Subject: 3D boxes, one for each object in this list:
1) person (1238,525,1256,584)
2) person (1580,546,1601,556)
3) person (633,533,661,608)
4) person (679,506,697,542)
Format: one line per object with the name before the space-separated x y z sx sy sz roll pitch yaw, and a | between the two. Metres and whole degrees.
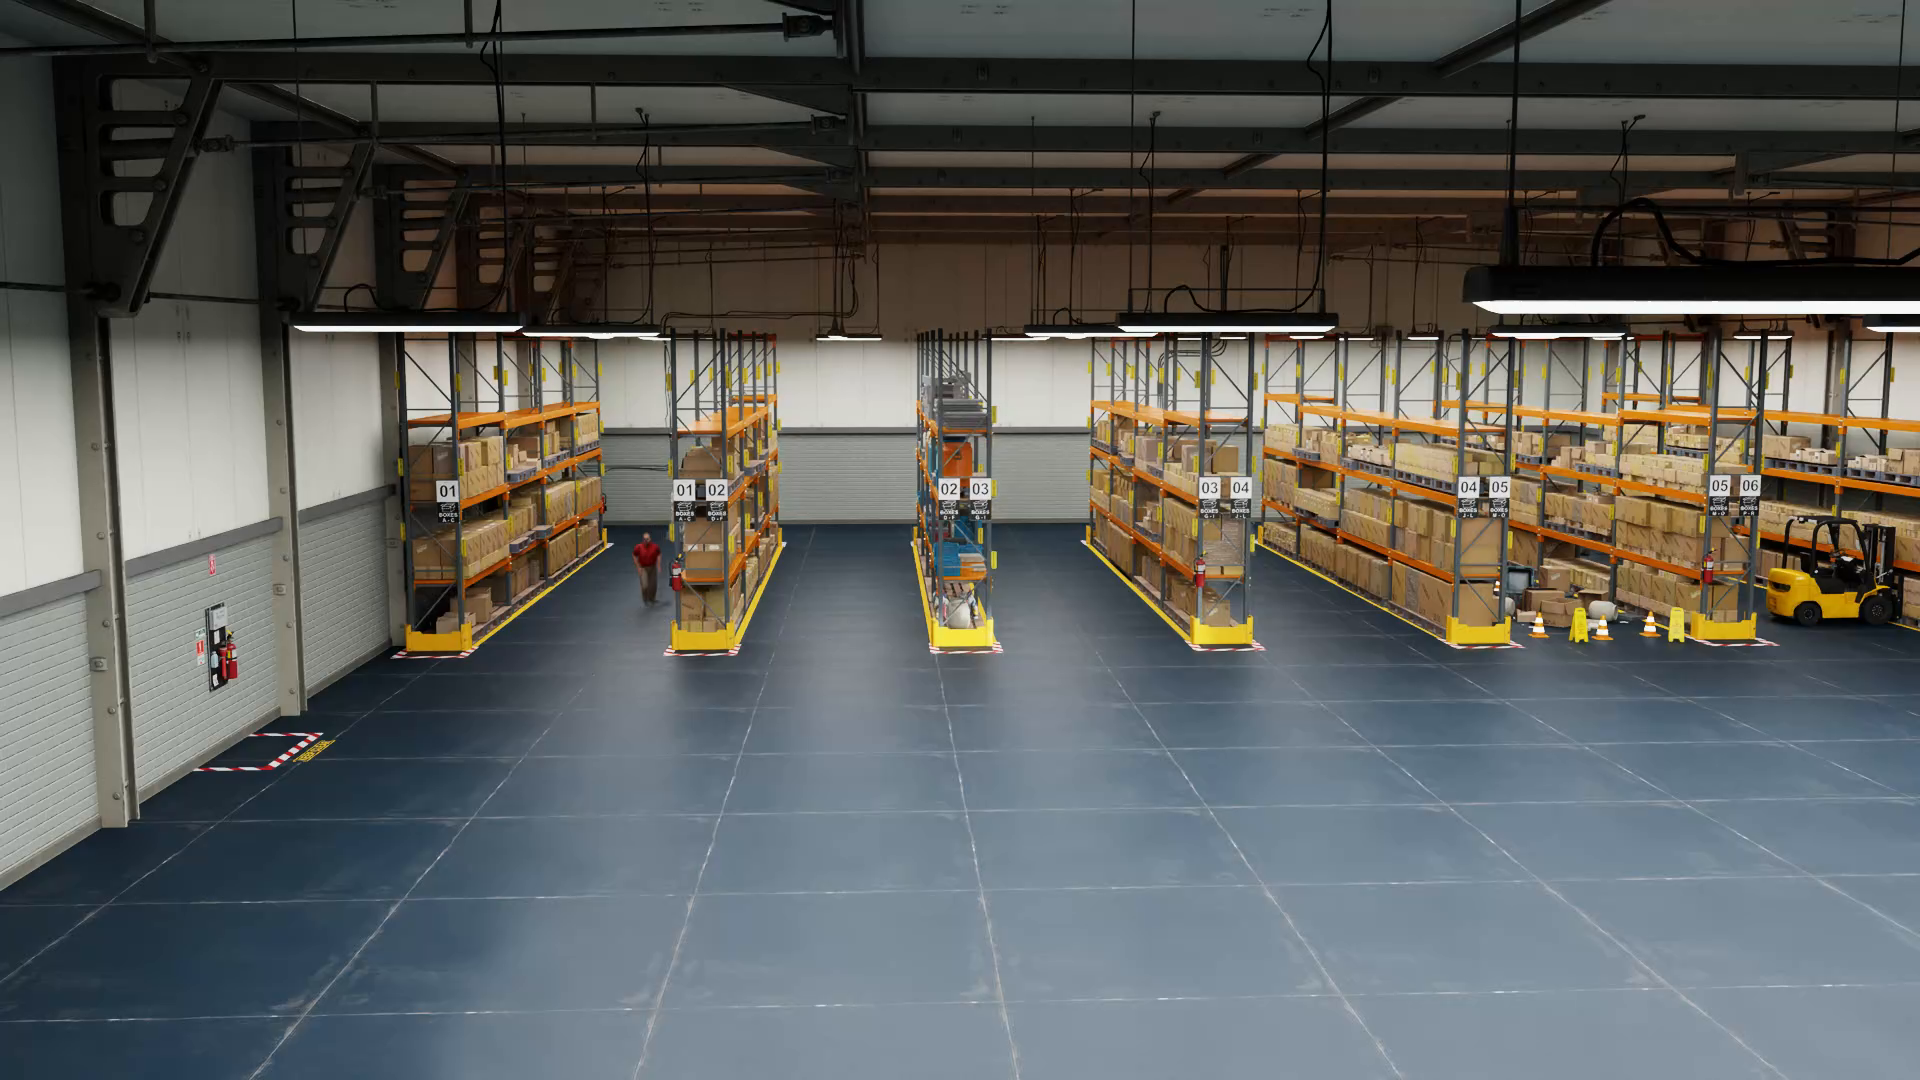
person | 6.680 0.200 39.569 0.744 1.727 0.627 1 7 10
person | 17.060 -0.395 44.995 0.653 1.673 0.757 -3 8 -27
person | -6.819 0.647 36.297 0.682 1.676 0.763 -4 8 -29
person | -7.844 -0.789 48.171 0.560 1.675 0.767 1 7 7
